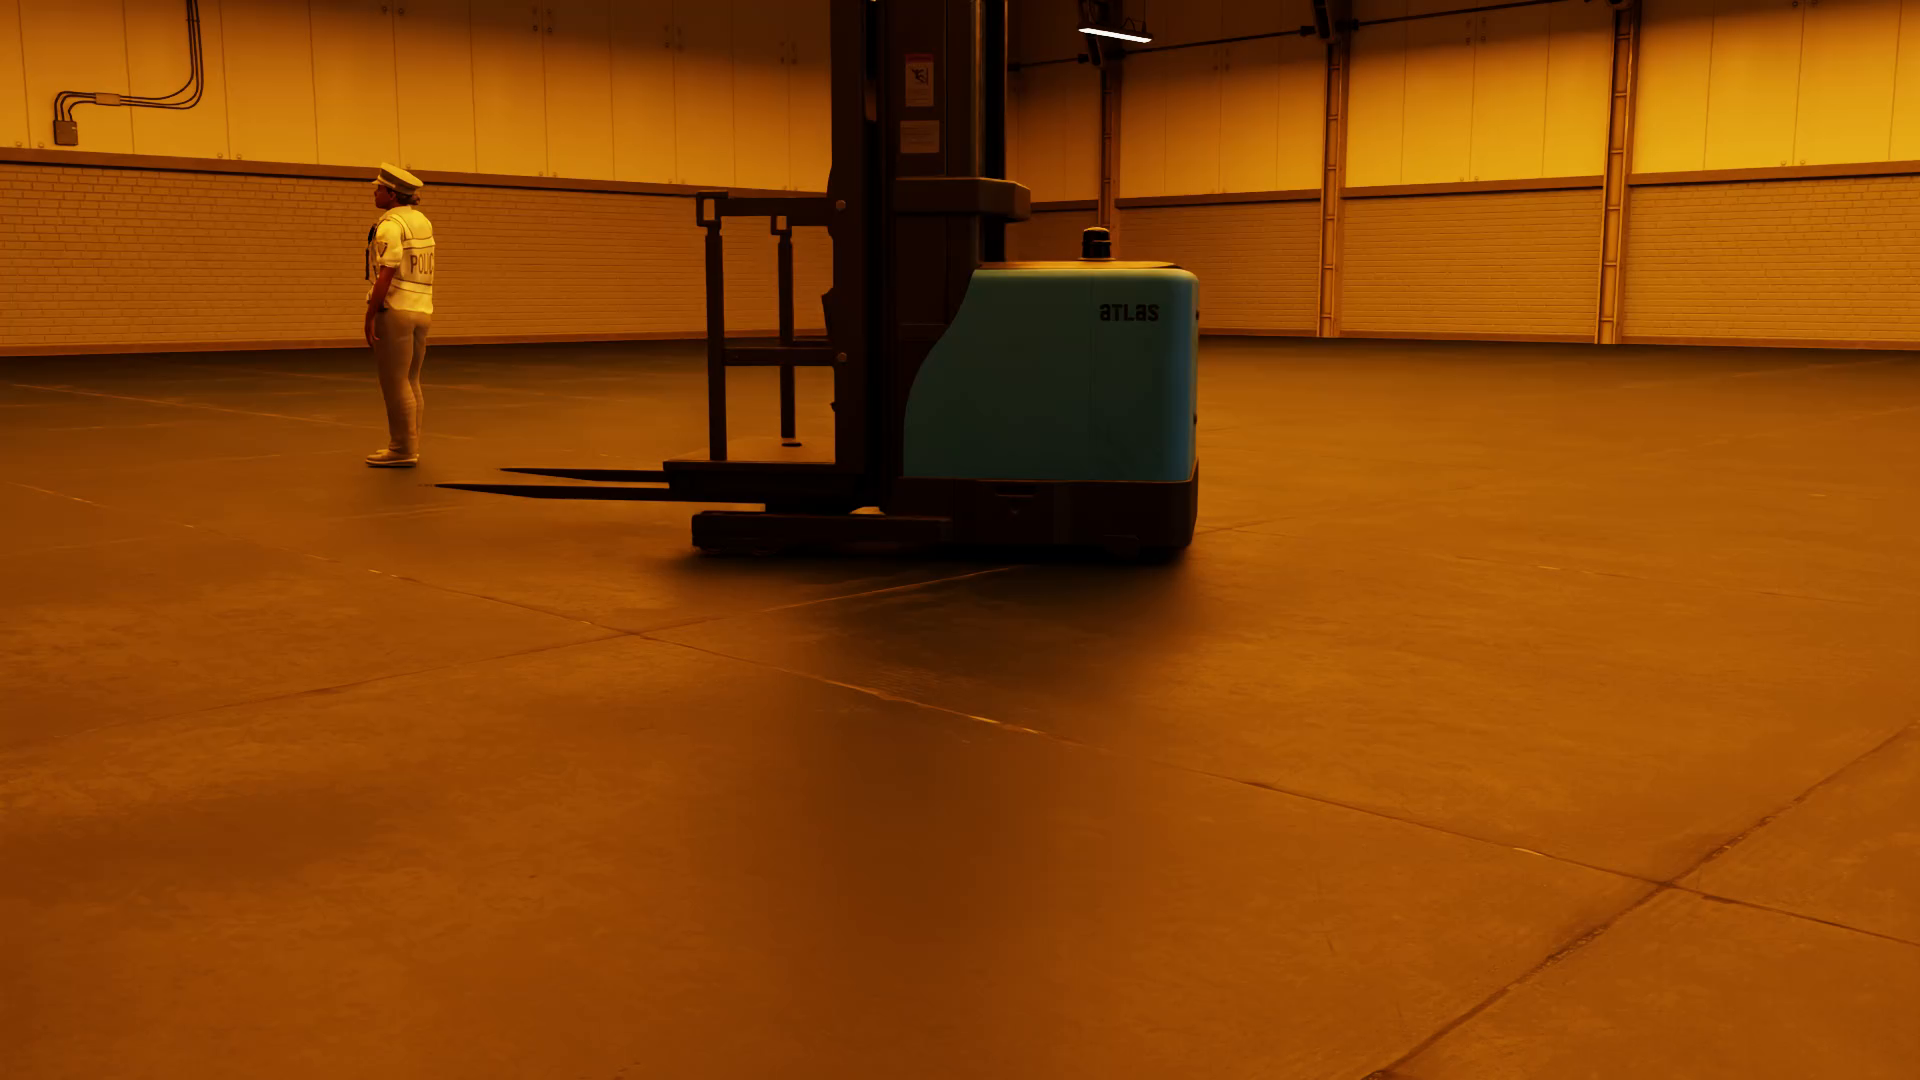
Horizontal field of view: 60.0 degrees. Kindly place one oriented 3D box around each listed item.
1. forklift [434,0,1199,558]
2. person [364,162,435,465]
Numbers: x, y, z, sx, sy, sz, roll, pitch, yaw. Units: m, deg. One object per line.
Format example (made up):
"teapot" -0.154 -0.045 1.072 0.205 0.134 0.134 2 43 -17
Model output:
"forklift" -0.572 -1.462 6.584 3.031 2.935 1.130 1 9 10
"person" -3.235 -1.273 9.432 0.530 1.695 0.570 2 9 11
